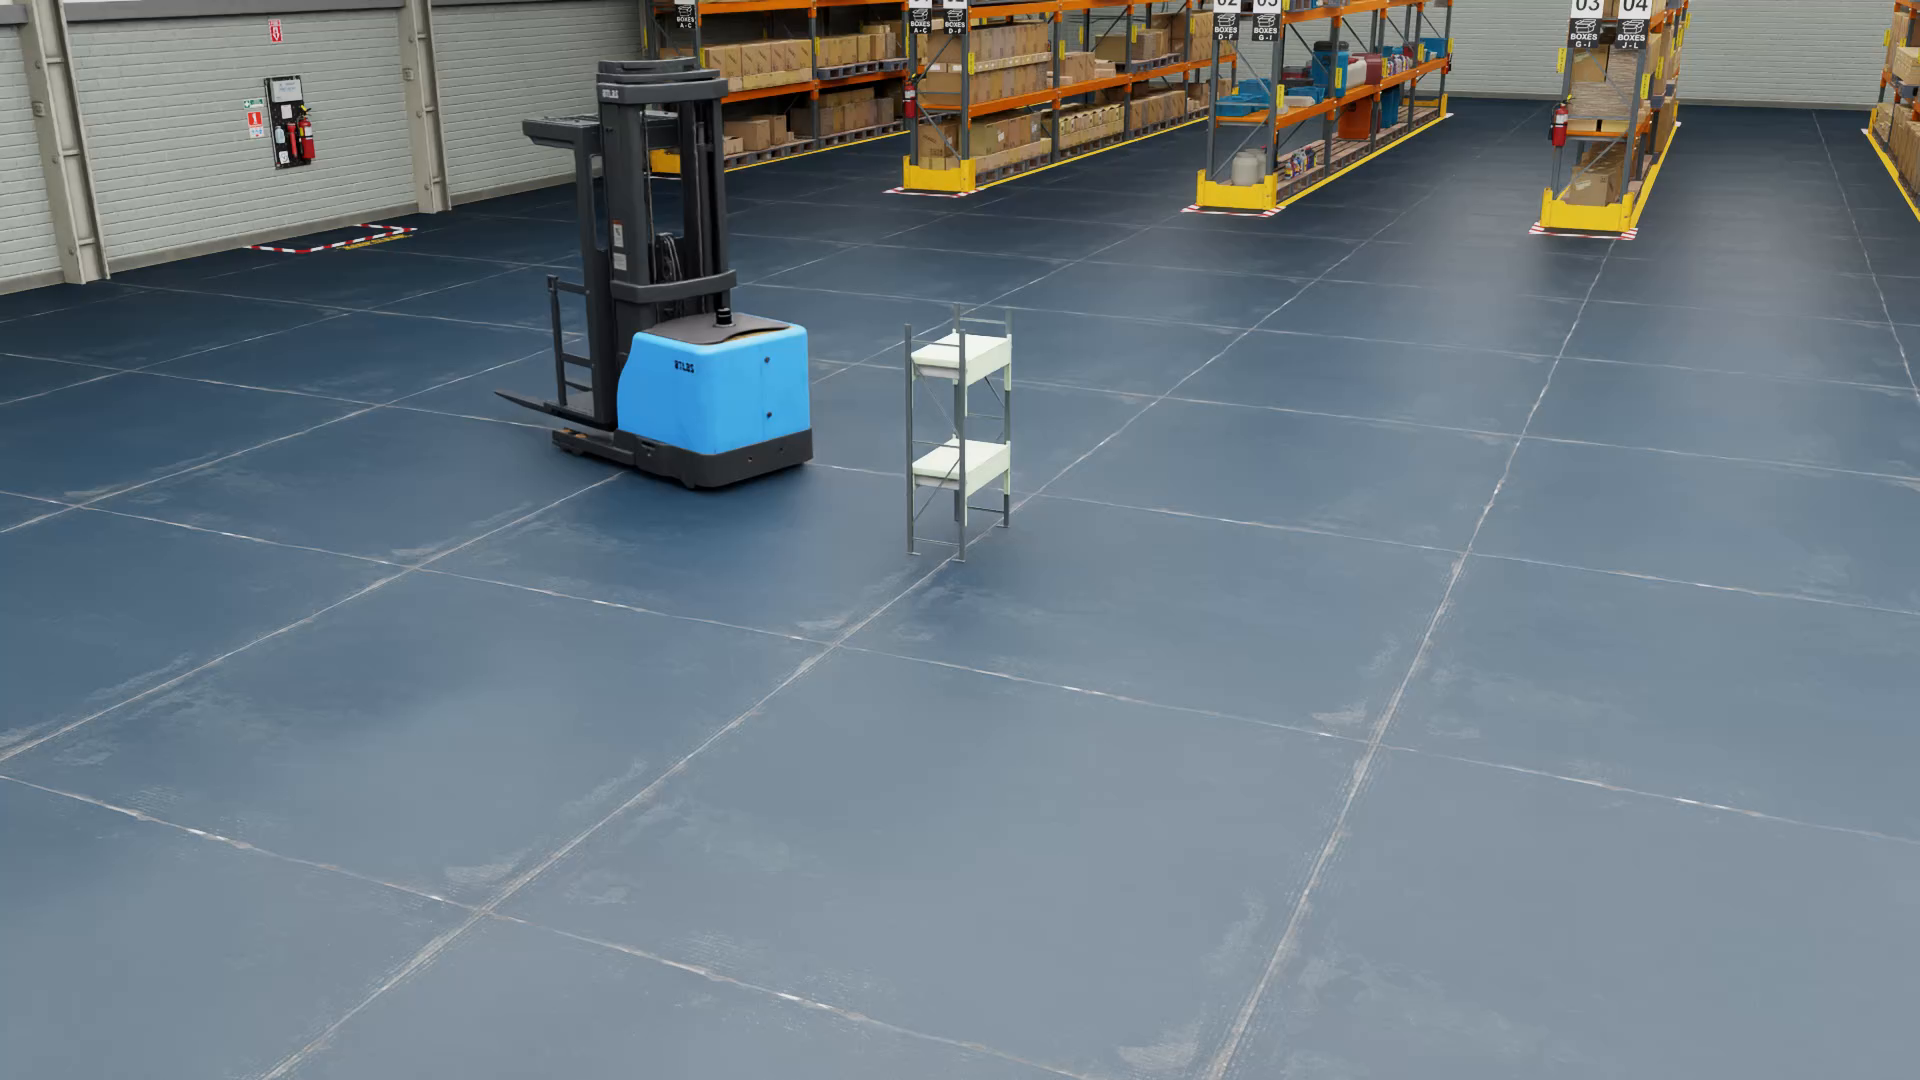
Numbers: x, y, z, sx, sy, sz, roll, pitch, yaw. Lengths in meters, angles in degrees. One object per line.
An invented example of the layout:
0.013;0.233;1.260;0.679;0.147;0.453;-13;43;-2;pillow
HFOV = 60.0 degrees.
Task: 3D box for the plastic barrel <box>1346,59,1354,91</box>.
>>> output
6.719;-8.218;29.397;0.433;0.535;0.433;0;20;0;plastic barrel

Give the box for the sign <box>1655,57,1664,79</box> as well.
10.844;-7.323;25.793;0.100;0.325;0.005;9;21;23;sign

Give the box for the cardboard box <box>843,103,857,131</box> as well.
-2.513;-8.599;33.745;0.700;0.500;0.500;9;21;23;cardboard box

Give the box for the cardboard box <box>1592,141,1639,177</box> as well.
10.617;-6.202;27.005;0.700;0.500;0.500;7;21;19;cardboard box

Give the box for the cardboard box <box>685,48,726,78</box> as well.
-4.380;-8.201;28.626;0.500;0.500;0.500;9;21;23;cardboard box

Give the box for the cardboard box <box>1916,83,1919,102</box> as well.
16.037;-7.446;27.280;0.500;0.500;0.500;9;21;23;cardboard box

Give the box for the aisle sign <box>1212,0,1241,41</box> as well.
3.889;-7.688;24.230;0.394;0.787;0.004;9;21;23;aisle sign

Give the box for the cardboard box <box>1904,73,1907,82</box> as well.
16.458;-7.947;28.585;0.380;0.149;0.250;9;21;24;cardboard box

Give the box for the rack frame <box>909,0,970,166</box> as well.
-0.328;-7.125;26.527;1.000;3.000;0.127;9;21;23;rack frame

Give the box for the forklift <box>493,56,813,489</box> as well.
-2.530;-2.145;12.626;3.031;2.935;1.130;17;26;40;forklift

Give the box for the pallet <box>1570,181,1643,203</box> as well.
10.103;-5.464;26.017;1.003;0.211;1.213;9;21;23;pallet

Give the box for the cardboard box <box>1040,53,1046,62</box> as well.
1.291;-8.513;29.312;0.380;0.149;0.250;8;21;22;cardboard box

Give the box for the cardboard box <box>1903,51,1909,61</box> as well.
16.889;-8.546;29.382;0.380;0.149;0.250;9;22;24;cardboard box

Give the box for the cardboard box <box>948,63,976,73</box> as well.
0.029;-7.568;26.656;0.380;0.149;0.250;8;21;22;cardboard box

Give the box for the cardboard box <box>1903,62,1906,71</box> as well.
16.674;-8.247;28.986;0.380;0.149;0.250;8;21;22;cardboard box

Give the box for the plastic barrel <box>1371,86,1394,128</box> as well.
8.575;-8.942;34.140;0.600;0.901;0.708;9;21;23;plastic barrel

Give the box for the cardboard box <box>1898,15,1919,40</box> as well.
18.480;-9.874;32.172;0.500;0.500;0.500;9;22;24;cardboard box

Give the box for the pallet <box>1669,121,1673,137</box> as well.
14.503;-8.715;35.160;1.003;0.211;1.213;9;21;23;pallet

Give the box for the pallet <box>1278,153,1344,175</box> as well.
6.113;-6.599;29.209;1.003;0.211;1.213;9;21;23;pallet

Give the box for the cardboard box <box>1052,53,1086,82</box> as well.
2.060;-8.942;31.486;0.500;0.500;0.500;9;21;23;cardboard box

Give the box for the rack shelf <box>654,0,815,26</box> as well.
-4.030;-9.490;29.773;1.077;0.370;4.000;9;21;23;rack shelf

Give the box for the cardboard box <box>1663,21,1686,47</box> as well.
15.300;-10.894;35.785;0.500;0.500;0.500;9;21;23;cardboard box

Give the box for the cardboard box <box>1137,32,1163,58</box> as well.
3.918;-10.490;35.213;0.700;0.500;0.500;3;20;9;cardboard box

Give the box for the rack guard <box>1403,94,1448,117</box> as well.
10.739;-10.167;38.811;1.175;0.500;0.348;9;21;23;rack guard

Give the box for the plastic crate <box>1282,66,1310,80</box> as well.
5.746;-7.887;28.575;0.402;0.464;0.583;9;21;23;plastic crate

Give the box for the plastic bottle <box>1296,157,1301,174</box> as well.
5.480;-6.075;26.990;0.097;0.271;0.097;0;20;0;plastic bottle

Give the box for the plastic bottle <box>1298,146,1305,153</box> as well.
5.695;-6.410;27.812;0.144;0.351;0.185;9;21;23;plastic bottle

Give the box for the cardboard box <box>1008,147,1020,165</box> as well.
0.710;-6.619;28.582;0.500;0.250;0.500;9;21;23;cardboard box

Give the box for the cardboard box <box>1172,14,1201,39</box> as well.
5.035;-11.417;36.954;0.500;0.500;0.500;9;22;24;cardboard box

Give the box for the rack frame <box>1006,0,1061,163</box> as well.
1.310;-8.348;29.966;1.000;3.000;0.127;9;21;23;rack frame

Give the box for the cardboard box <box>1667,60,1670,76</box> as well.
12.431;-8.369;29.875;0.500;0.500;0.500;9;22;24;cardboard box

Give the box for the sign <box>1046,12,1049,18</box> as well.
2.192;-13.273;41.734;0.100;0.325;0.005;9;21;23;sign

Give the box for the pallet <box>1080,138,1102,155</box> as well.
2.074;-7.639;32.134;1.003;0.211;1.213;9;21;23;pallet

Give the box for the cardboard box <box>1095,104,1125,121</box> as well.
2.958;-8.543;33.155;0.500;0.311;0.500;9;22;24;cardboard box

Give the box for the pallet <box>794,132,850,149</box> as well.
-2.894;-7.951;33.011;1.003;0.211;1.213;9;21;23;pallet

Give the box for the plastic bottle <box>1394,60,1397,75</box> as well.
8.677;-9.438;33.205;0.061;0.283;0.133;9;21;23;plastic bottle

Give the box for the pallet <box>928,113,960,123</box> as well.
-0.681;-9.538;37.473;1.003;0.211;1.213;9;21;23;pallet

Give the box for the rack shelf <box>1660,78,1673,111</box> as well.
12.803;-8.483;31.418;1.077;0.370;4.000;9;21;23;rack shelf

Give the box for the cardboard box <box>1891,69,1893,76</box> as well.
18.583;-9.211;32.766;0.380;0.149;0.250;9;21;24;cardboard box

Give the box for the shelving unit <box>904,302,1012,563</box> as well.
-0.003;-0.705;10.712;0.431;1.500;0.755;9;21;23;shelving unit

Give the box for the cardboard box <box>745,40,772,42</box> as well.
-3.810;-9.046;31.003;0.500;0.500;0.500;8;21;22;cardboard box

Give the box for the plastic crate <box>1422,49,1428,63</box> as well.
9.896;-10.527;36.179;0.437;0.282;0.530;9;21;23;plastic crate

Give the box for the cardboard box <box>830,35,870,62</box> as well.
-2.247;-9.975;33.734;0.700;0.500;0.500;9;21;23;cardboard box

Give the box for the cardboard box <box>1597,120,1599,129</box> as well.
8.739;-5.838;23.284;0.380;0.149;0.250;9;21;23;cardboard box

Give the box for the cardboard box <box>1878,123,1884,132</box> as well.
18.705;-8.296;33.448;0.380;0.149;0.250;7;21;20;cardboard box

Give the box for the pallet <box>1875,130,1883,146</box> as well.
18.846;-7.992;33.127;1.003;0.211;1.213;9;21;23;pallet

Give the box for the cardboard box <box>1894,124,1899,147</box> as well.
17.143;-7.228;29.921;0.500;0.500;0.500;9;21;24;cardboard box

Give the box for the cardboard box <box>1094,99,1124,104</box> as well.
3.116;-8.918;34.644;0.500;0.500;0.500;9;22;25;cardboard box

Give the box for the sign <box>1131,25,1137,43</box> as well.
3.455;-10.041;32.999;0.100;0.325;0.005;9;21;23;sign

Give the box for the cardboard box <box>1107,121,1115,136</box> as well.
2.747;-8.121;32.804;0.500;0.250;0.500;8;21;22;cardboard box

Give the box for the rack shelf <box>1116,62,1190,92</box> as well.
3.767;-9.843;35.244;1.077;0.370;4.000;9;21;23;rack shelf

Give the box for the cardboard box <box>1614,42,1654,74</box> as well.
9.393;-6.706;23.263;0.500;0.500;0.500;9;21;23;cardboard box

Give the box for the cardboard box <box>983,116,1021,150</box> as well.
0.711;-6.972;28.456;0.500;0.500;0.500;9;21;23;cardboard box
